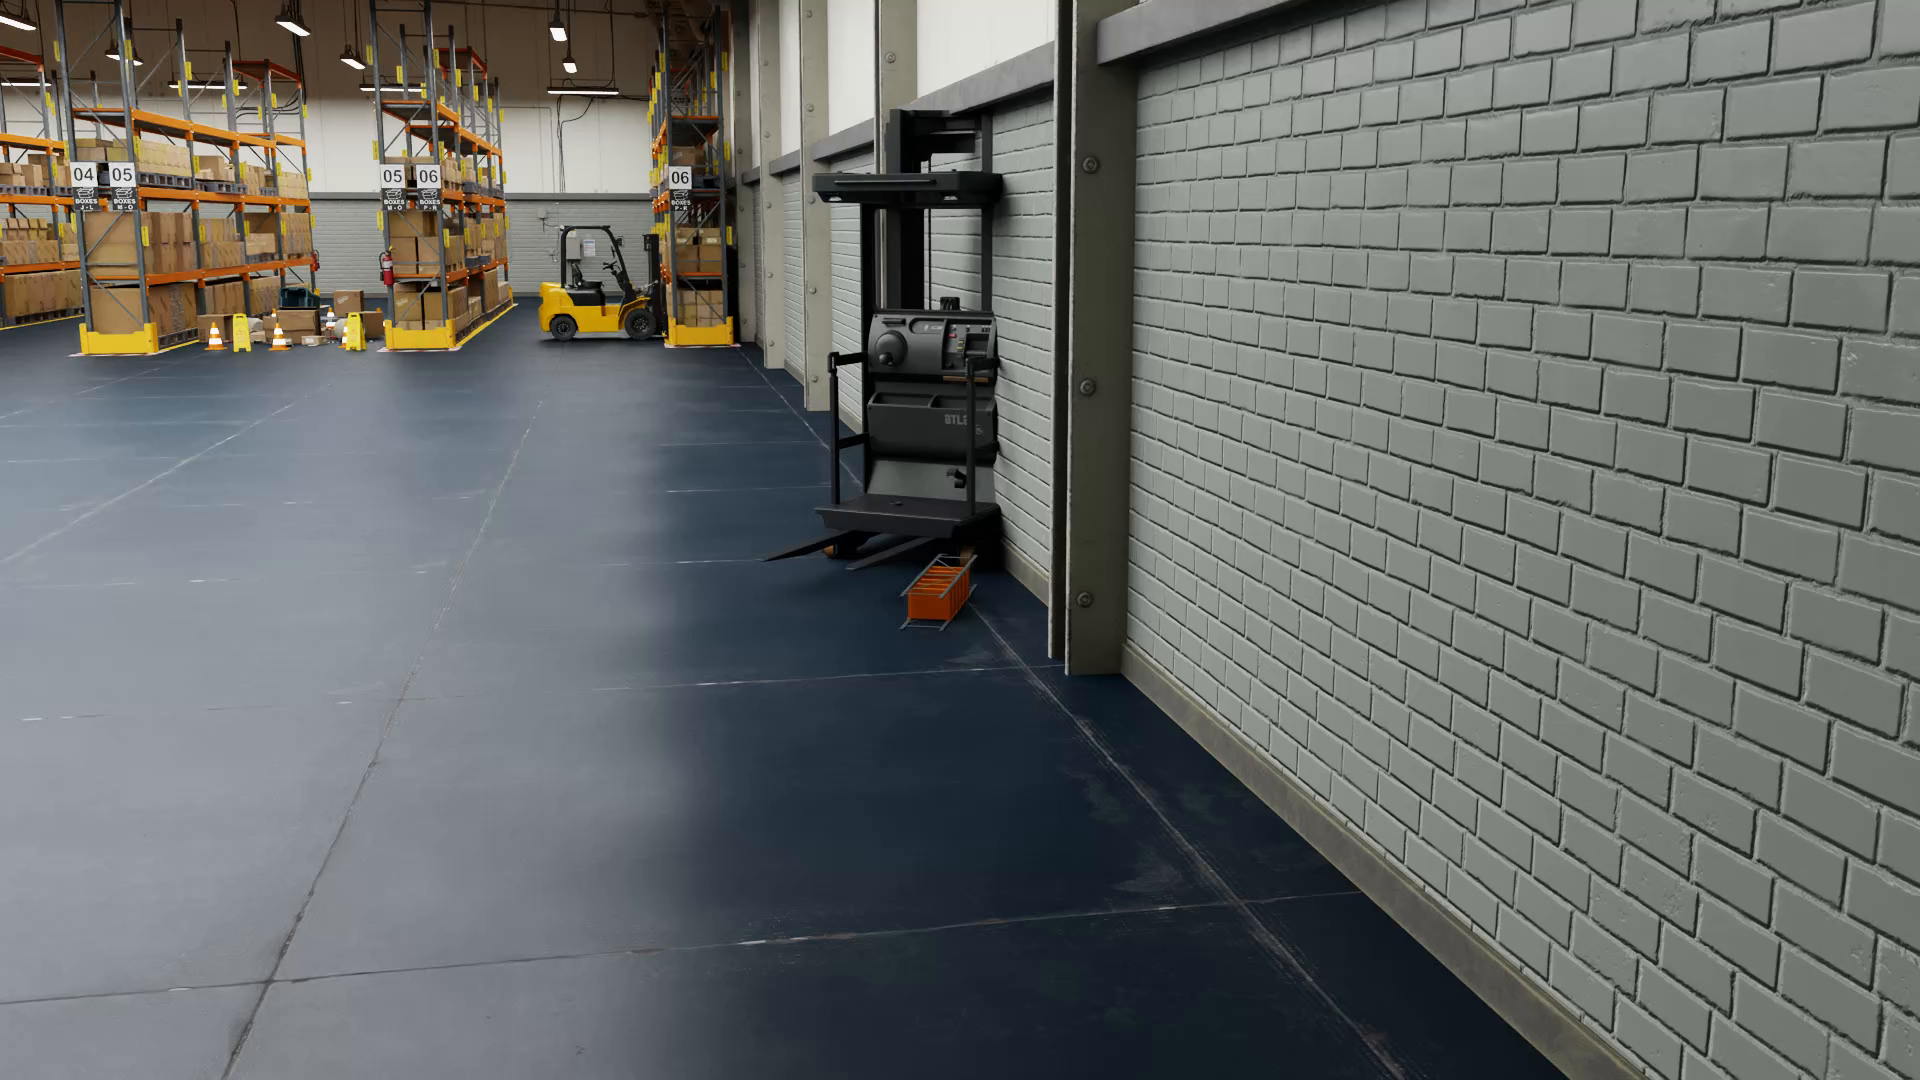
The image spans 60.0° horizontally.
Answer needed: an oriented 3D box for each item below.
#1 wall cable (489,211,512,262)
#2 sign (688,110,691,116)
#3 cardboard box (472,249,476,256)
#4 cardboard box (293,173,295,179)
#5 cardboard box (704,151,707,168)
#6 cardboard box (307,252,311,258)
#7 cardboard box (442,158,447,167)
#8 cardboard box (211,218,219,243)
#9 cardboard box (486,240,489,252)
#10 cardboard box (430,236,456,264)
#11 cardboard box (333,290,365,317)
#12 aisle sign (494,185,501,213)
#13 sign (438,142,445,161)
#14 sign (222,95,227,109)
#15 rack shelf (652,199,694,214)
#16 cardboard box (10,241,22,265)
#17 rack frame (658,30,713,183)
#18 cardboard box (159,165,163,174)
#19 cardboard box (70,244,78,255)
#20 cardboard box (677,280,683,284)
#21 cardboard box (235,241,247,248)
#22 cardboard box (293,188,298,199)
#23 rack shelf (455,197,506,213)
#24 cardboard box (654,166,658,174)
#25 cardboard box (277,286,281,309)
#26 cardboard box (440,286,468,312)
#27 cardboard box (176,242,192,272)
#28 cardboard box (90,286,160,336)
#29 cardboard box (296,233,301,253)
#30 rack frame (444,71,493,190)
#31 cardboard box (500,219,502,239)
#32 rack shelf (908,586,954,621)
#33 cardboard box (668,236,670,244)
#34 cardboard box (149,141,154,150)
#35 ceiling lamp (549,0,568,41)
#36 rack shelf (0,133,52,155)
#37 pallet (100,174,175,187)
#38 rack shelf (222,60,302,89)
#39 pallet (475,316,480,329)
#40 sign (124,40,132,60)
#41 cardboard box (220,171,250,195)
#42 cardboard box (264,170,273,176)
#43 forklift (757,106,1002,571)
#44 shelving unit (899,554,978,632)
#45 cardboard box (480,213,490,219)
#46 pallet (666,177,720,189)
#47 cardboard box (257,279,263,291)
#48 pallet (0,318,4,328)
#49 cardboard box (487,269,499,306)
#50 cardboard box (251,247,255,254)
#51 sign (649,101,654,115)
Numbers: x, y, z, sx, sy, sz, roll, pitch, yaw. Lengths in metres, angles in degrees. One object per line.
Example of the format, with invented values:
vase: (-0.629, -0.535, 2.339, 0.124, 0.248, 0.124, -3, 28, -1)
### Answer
wall cable: (-13.874, -9.390, 50.207, 0.585, 1.953, 0.123, -2, 11, -11)
sign: (-7.337, -11.523, 45.251, 0.100, 0.325, 0.005, -2, 11, -11)
cardboard box: (-10.444, -6.077, 35.151, 0.380, 0.149, 0.250, -2, 11, -9)
cardboard box: (-17.019, -9.198, 41.978, 0.380, 0.149, 0.250, -2, 11, -10)
cardboard box: (-5.276, -7.241, 32.028, 0.797, 0.503, 0.637, -2, 11, -9)
cardboard box: (-17.249, -7.471, 43.596, 0.380, 0.149, 0.250, -2, 11, -11)
cardboard box: (-9.540, -6.864, 30.256, 0.380, 0.149, 0.250, -2, 11, -11)
cardboard box: (-15.655, -6.353, 34.113, 0.700, 0.500, 0.500, -2, 11, -12)
cardboard box: (-11.239, -6.835, 38.650, 0.500, 0.250, 0.500, -2, 11, -11)
cardboard box: (-9.666, -5.388, 30.919, 0.500, 0.500, 0.500, -2, 11, -12)
cardboard box: (-12.160, -4.715, 33.106, 0.500, 0.500, 0.500, -2, 11, -11)
aisle sign: (-12.464, -9.144, 44.761, 0.394, 0.787, 0.004, -2, 11, -11)
sign: (-9.110, -6.830, 29.199, 0.100, 0.325, 0.005, -2, 11, -11)
sign: (-17.348, -10.338, 39.236, 0.100, 0.325, 0.005, -2, 11, -11)
rack shelf: (-7.497, -8.777, 43.687, 1.077, 0.370, 4.000, -2, 11, -11)
cardboard box: (-20.849, -6.257, 36.281, 0.500, 0.500, 0.500, -2, 11, -13)
rack frame: (-5.552, -8.769, 33.703, 1.000, 3.000, 0.127, -2, 11, -11)
cardboard box: (-14.476, -6.620, 29.717, 0.380, 0.149, 0.250, -2, 11, -11)
cardboard box: (-21.623, -7.008, 40.097, 0.500, 0.250, 0.500, -2, 11, -11)
cardboard box: (-6.773, -6.083, 39.462, 0.380, 0.149, 0.250, -2, 11, -9)
cardboard box: (-15.931, -6.501, 36.584, 0.380, 0.149, 0.250, -2, 11, -8)
cardboard box: (-16.929, -8.688, 41.699, 0.500, 0.250, 0.500, -2, 11, -8)
rack shelf: (-12.365, -8.595, 42.735, 1.077, 0.370, 4.000, -2, 11, -11)
cardboard box: (-7.392, -9.177, 41.244, 0.396, 0.266, 0.258, -2, 11, -12)
cardboard box: (-16.421, -5.762, 39.507, 0.500, 0.500, 0.500, -2, 11, -12)
cardboard box: (-10.042, -4.766, 32.941, 0.500, 0.500, 0.500, -2, 11, -12)
cardboard box: (-15.043, -5.349, 31.376, 0.875, 0.550, 0.550, -2, 11, -11)
cardboard box: (-14.675, -3.993, 29.215, 0.875, 0.875, 0.875, -2, 11, -11)
cardboard box: (-16.960, -7.487, 41.945, 0.500, 0.500, 0.500, -2, 11, -8)
rack frame: (-11.976, -10.055, 40.460, 1.000, 3.000, 0.127, -2, 11, -11)
cardboard box: (-12.107, -8.025, 42.893, 0.500, 0.500, 0.500, -2, 11, -11)
rack shelf: (-0.165, 0.350, 9.339, 0.258, 0.180, 0.103, 2, 11, 10)
cardboard box: (-5.390, -5.744, 31.852, 0.380, 0.149, 0.250, -2, 11, -11)
cardboard box: (-14.377, -6.918, 29.149, 0.380, 0.149, 0.250, -2, 11, -10)
ceiling lamp: (-7.681, -11.532, 32.604, 0.800, 3.185, 2.000, -2, 11, -11)
rack shelf: (-21.308, -8.778, 36.744, 1.077, 0.370, 4.000, -2, 11, -11)
pallet: (-14.873, -6.499, 30.033, 1.003, 0.211, 1.213, -2, 11, -11)
rack shelf: (-17.201, -11.503, 41.101, 1.077, 0.370, 4.000, -2, 11, -11)
pallet: (-10.814, -4.638, 35.501, 1.003, 0.211, 1.213, -2, 11, -11)
sign: (-13.932, -8.212, 27.852, 0.100, 0.325, 0.005, -2, 11, -11)
cardboard box: (-15.884, -7.813, 36.435, 0.500, 0.500, 0.500, -2, 11, -11)
cardboard box: (-16.631, -8.813, 39.954, 0.380, 0.149, 0.250, -2, 11, -12)
forklift: (-0.267, -1.333, 10.862, 1.130, 2.935, 3.031, 5, 12, 25)
shelving unit: (-0.111, 0.292, 9.644, 0.258, 0.189, 1.200, 2, 11, 10)
cardboard box: (-11.783, -8.035, 41.211, 0.380, 0.149, 0.250, -2, 11, -12)
pallet: (-5.127, -6.874, 32.002, 1.003, 0.211, 1.213, -2, 11, -11)
cardboard box: (-16.029, -5.751, 37.447, 0.500, 0.250, 0.500, -2, 11, -12)
pallet: (-20.768, -4.501, 34.781, 1.003, 0.211, 1.213, -2, 11, -11)
cardboard box: (-11.777, -6.160, 40.598, 0.875, 0.875, 0.875, -2, 11, -9)
cardboard box: (-16.082, -6.497, 37.356, 0.380, 0.149, 0.250, -2, 11, -8)
sign: (-7.644, -10.718, 41.231, 0.100, 0.325, 0.005, -2, 11, -11)
